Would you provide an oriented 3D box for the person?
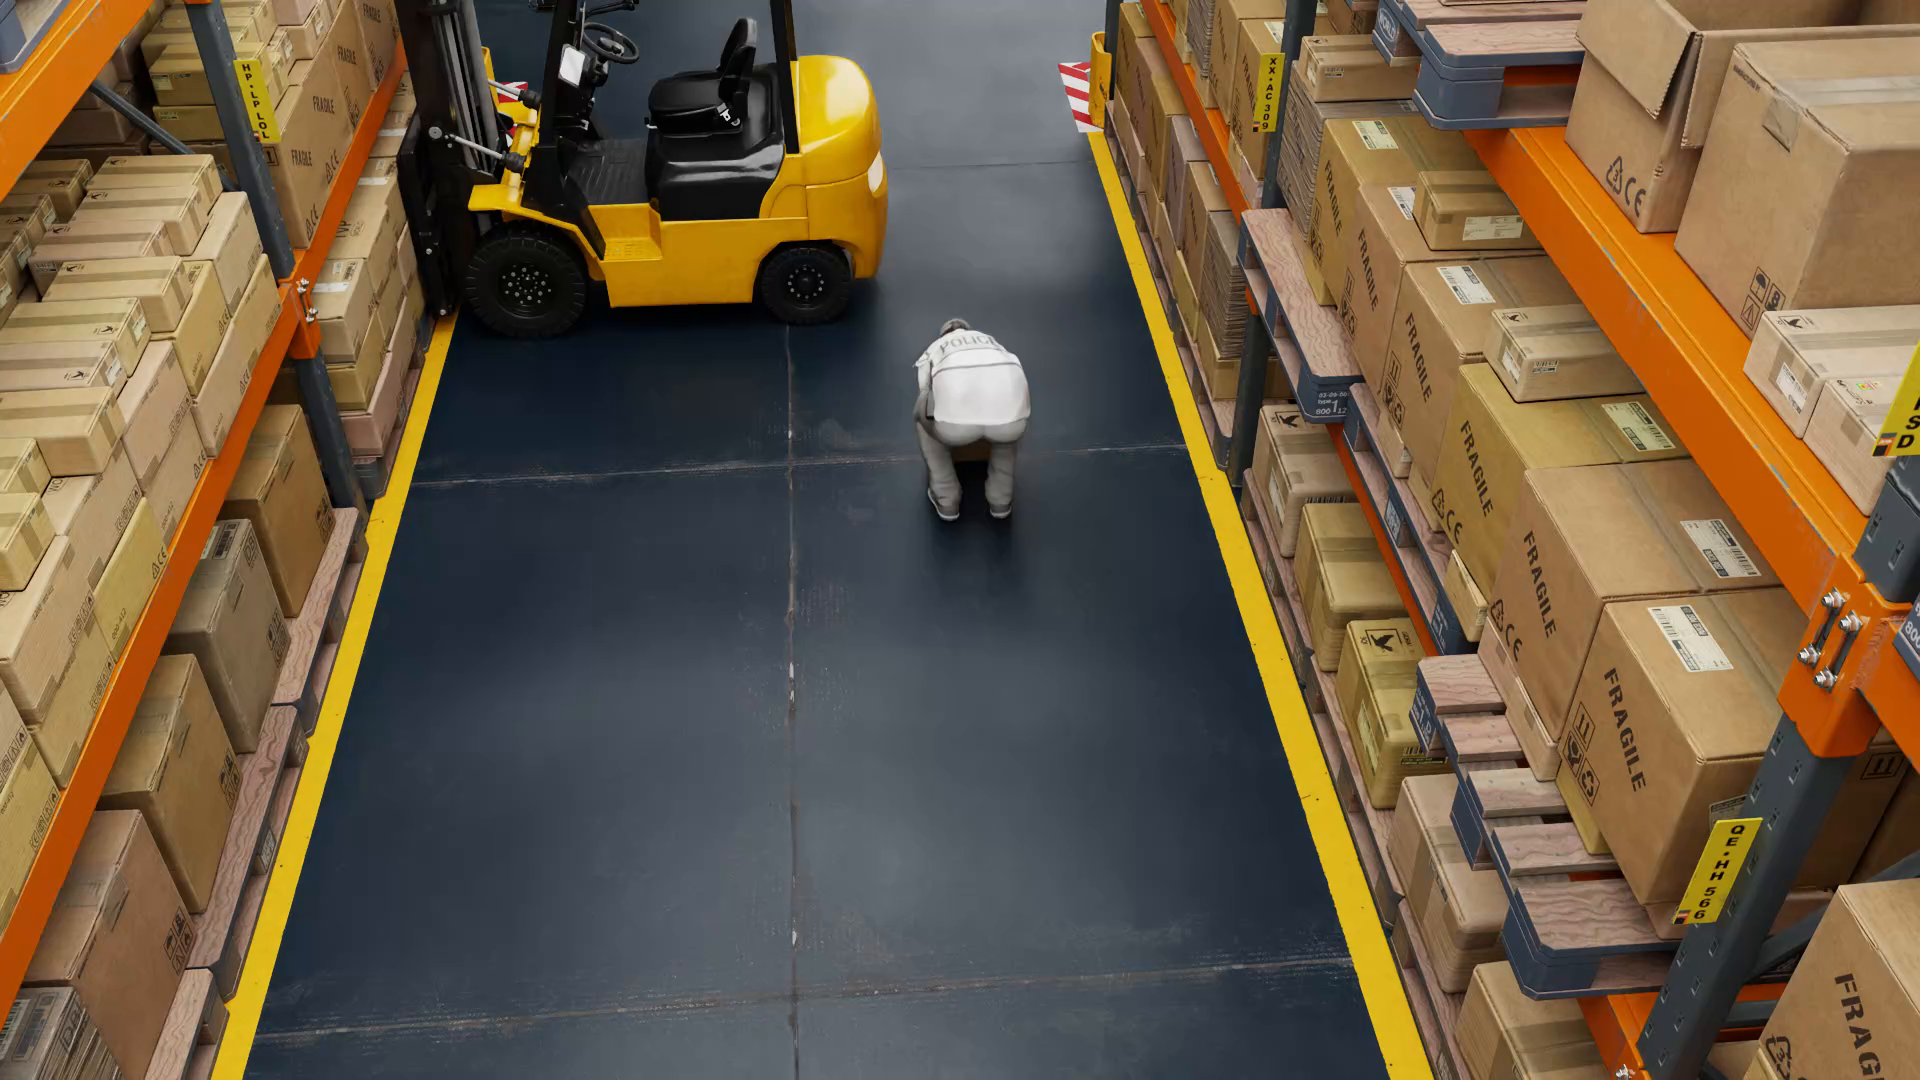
[{"bbox_3d":[0.040,-0.565,7.471,0.502,0.875,0.937,-5,40,-6],"label":"person"}]
